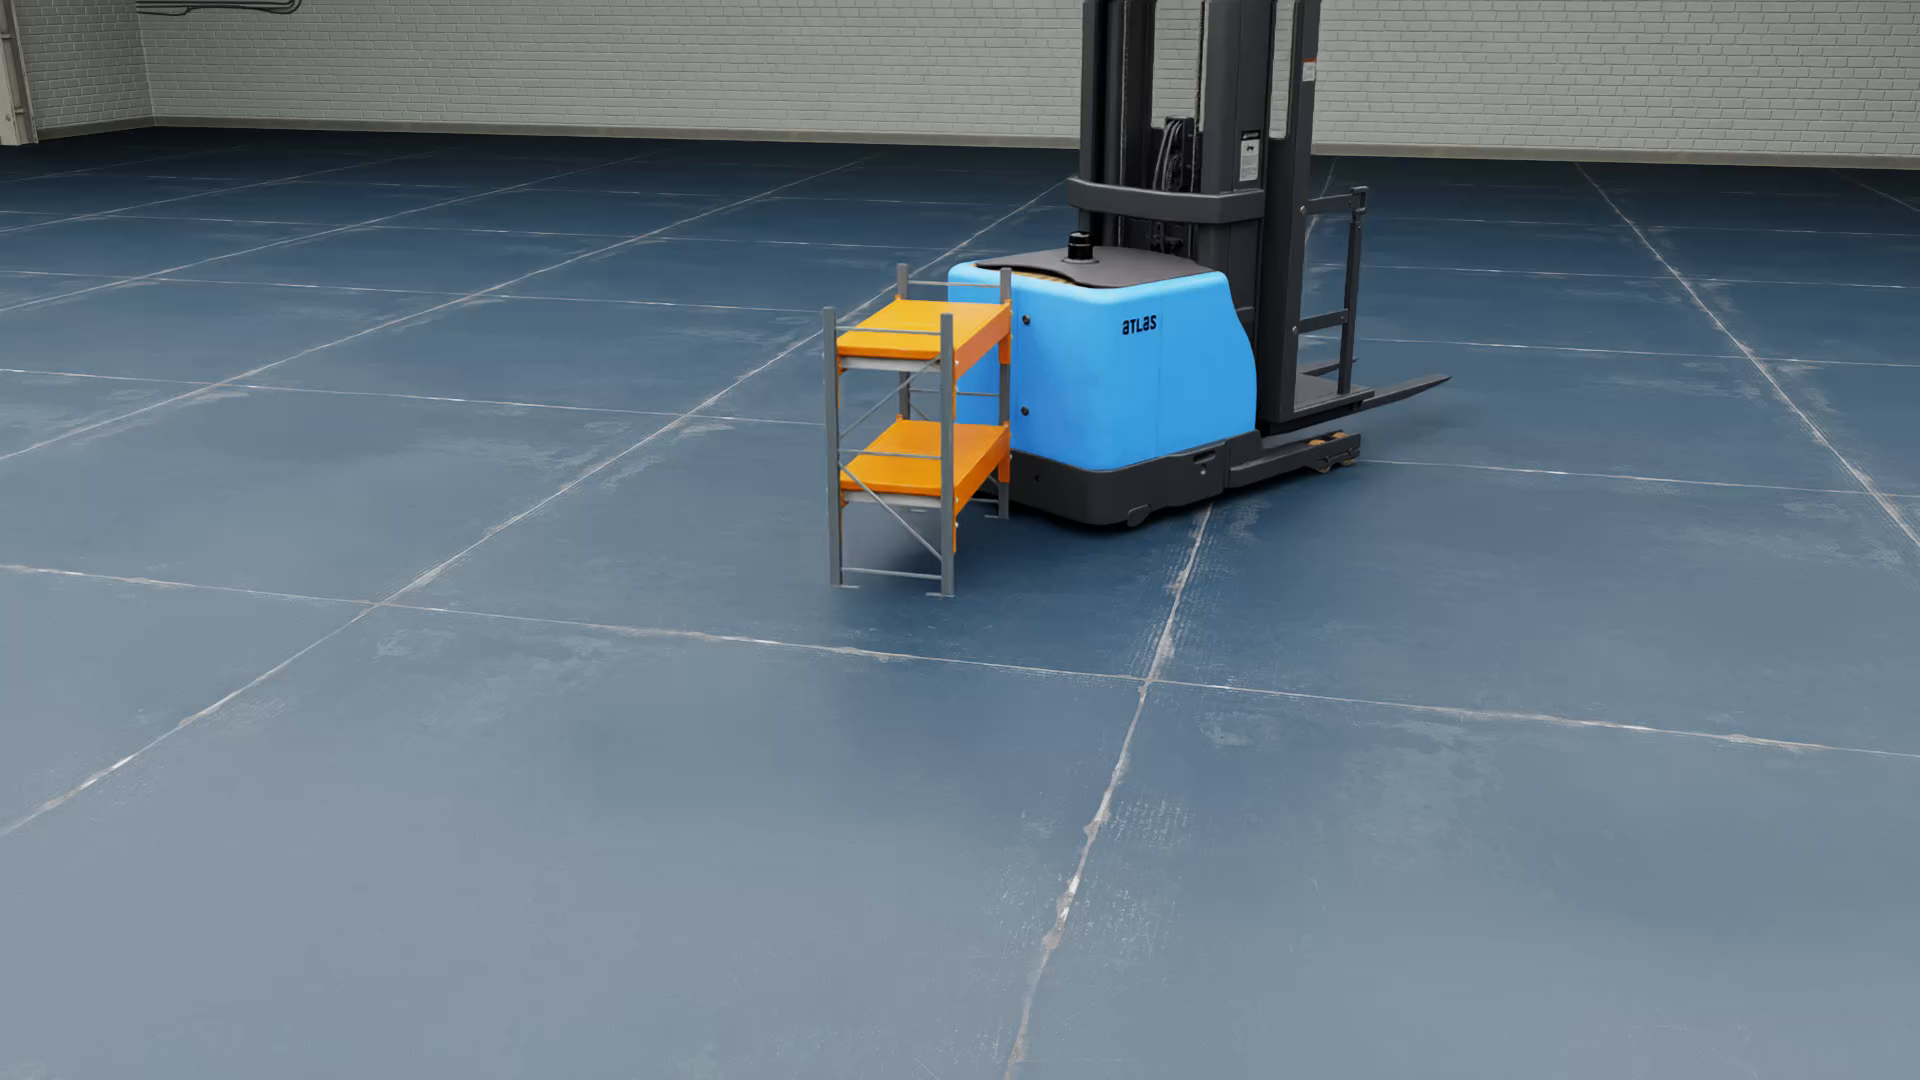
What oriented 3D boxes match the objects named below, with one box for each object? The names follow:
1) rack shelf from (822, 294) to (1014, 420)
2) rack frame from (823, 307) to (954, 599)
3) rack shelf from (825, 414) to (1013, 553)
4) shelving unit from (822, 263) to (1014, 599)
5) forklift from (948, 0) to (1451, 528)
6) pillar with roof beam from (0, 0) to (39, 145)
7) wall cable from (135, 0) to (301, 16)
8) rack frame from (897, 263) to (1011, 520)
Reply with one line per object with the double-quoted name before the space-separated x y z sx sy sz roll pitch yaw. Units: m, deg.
"rack shelf" -0.148 -0.763 6.775 0.538 0.278 1.000 5 19 13
"rack frame" -0.271 -0.326 6.403 0.500 1.125 0.032 5 19 13
"rack shelf" -0.148 -0.255 6.949 0.538 0.278 1.000 5 19 13
"shelving unit" -0.148 -0.486 6.870 0.538 1.125 1.048 5 19 13
"forklift" 1.357 -1.824 7.992 3.031 2.935 1.130 -17 25 -40
"pillar with roof beam" -9.267 -9.581 21.315 9.100 9.000 0.400 5 19 13
"wall cable" -11.439 -9.270 25.210 3.097 2.526 0.112 5 19 13
"rack frame" -0.026 -0.645 7.337 0.500 1.125 0.032 5 19 13
